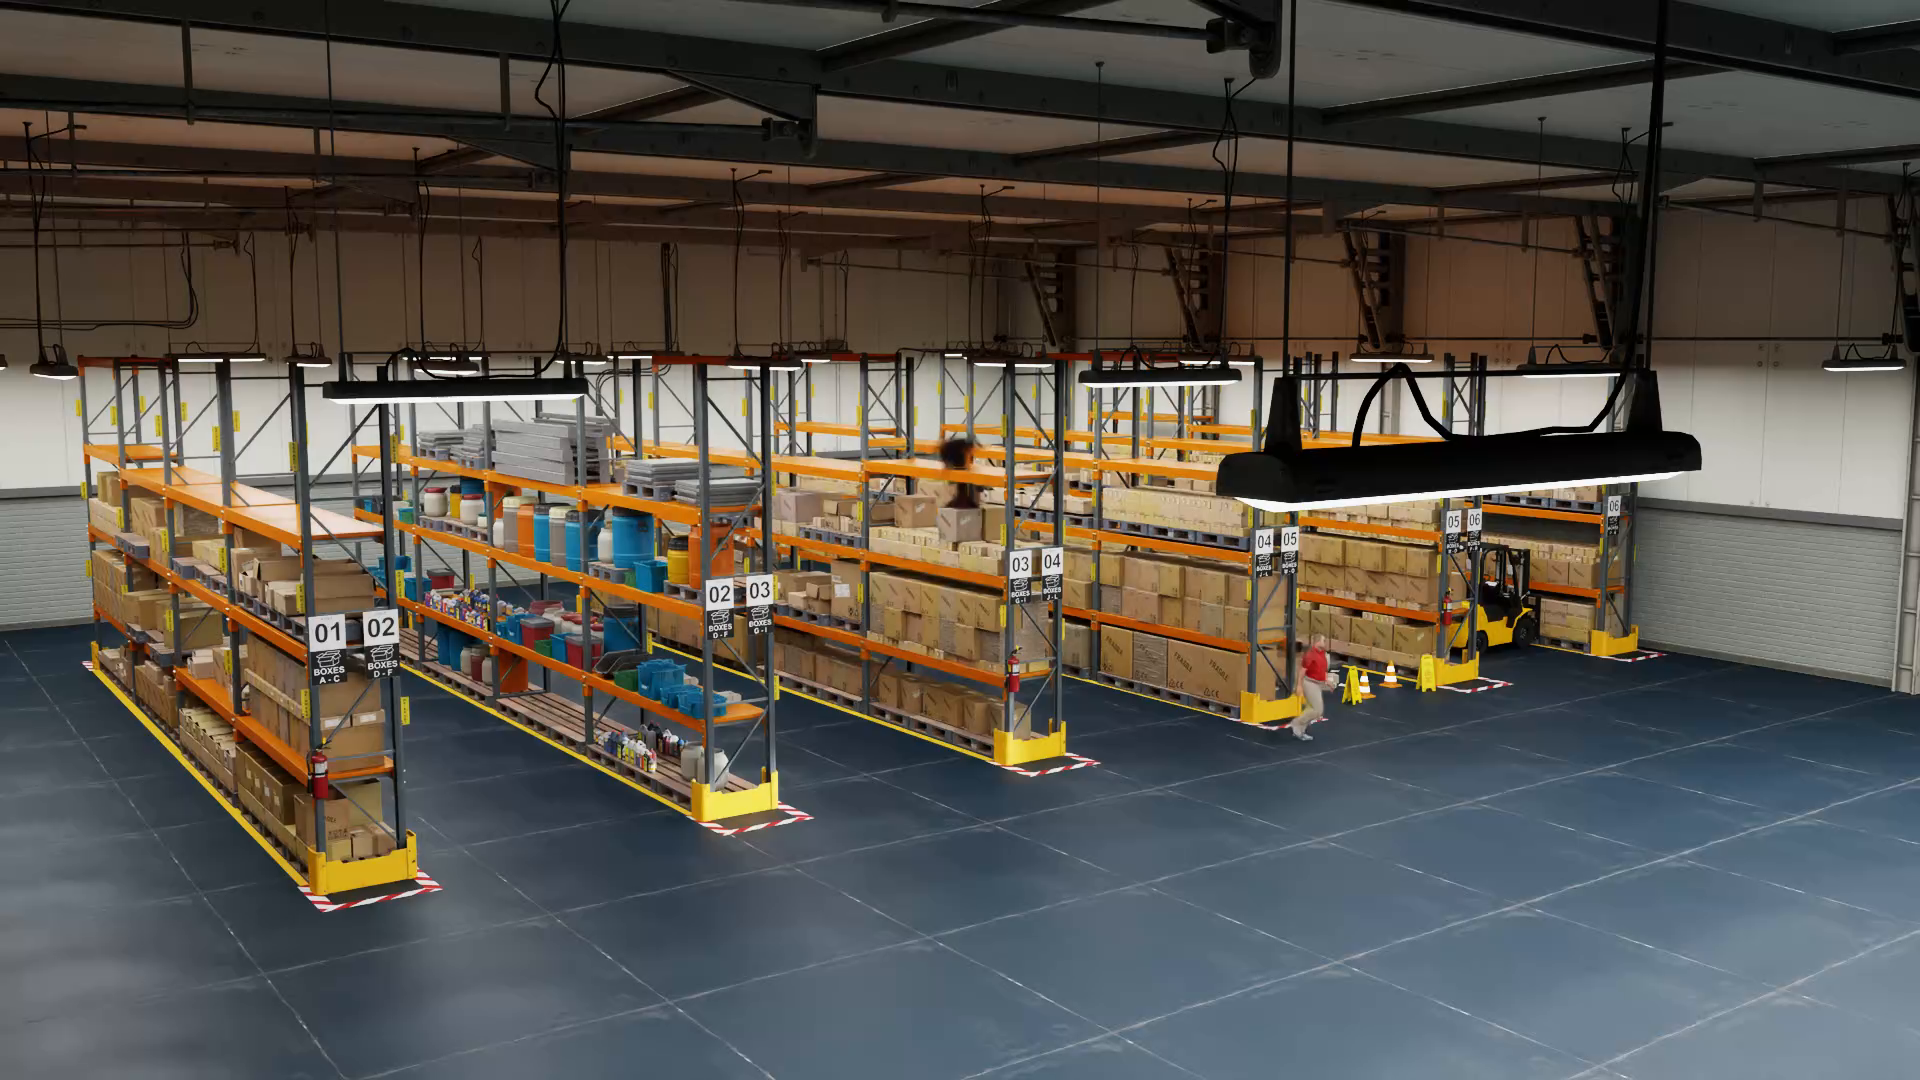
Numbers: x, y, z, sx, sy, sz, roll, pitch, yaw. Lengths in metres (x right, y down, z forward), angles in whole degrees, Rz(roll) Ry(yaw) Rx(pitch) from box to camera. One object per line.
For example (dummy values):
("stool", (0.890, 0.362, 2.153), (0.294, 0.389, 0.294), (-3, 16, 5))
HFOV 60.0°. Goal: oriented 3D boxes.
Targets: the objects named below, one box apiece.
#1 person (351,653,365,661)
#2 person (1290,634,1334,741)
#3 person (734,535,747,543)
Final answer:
("person", (-10.687, 1.966, 29.102), (0.989, 1.688, 0.712), (6, 9, 40))
("person", (5.548, 2.320, 26.236), (0.591, 1.707, 0.665), (3, 8, 26))
("person", (-5.428, 0.534, 40.946), (0.774, 1.787, 0.692), (3, 8, 26))
